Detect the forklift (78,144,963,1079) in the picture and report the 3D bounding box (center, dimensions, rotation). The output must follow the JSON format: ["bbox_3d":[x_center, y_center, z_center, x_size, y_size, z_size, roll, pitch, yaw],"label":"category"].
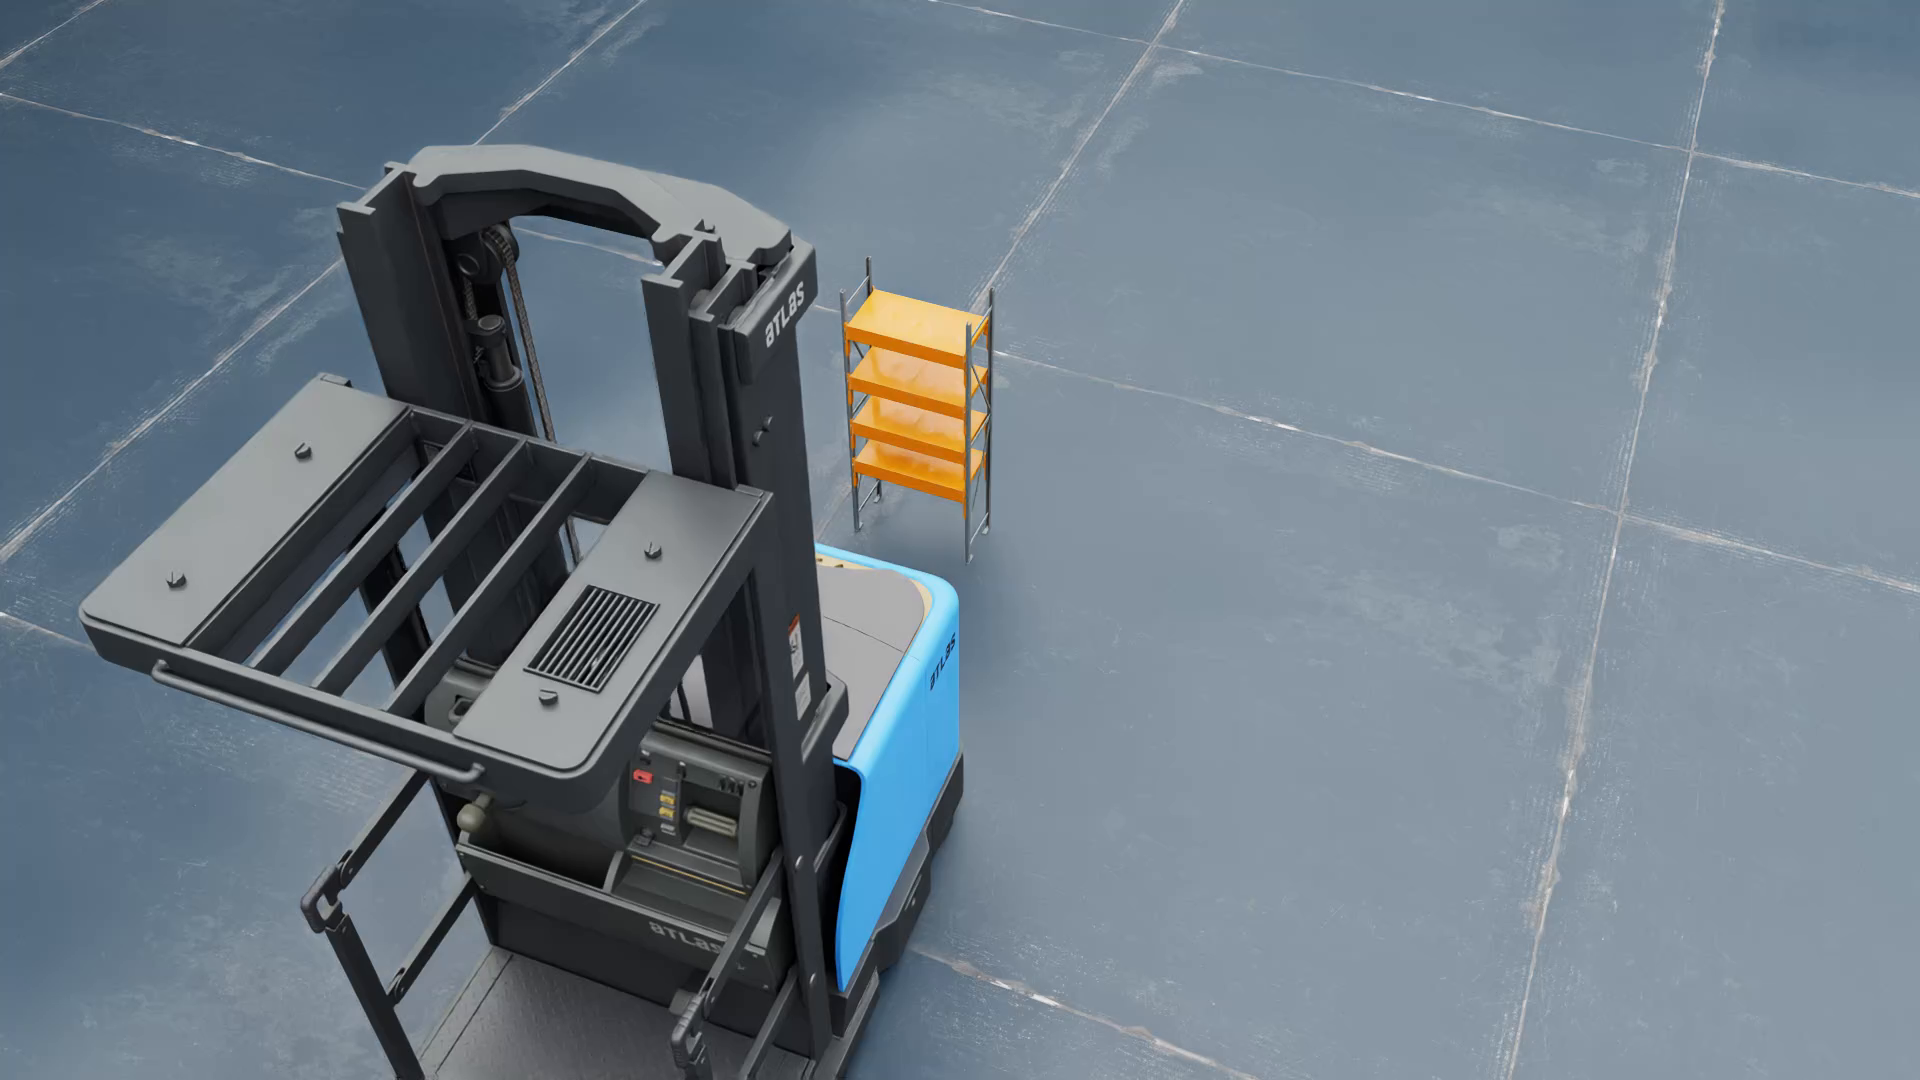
[{"bbox_3d":[-0.986,0.700,3.968,1.130,2.935,3.031,15,47,15],"label":"forklift"}]

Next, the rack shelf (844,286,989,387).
[{"bbox_3d":[-0.153,-0.749,6.095,0.480,0.148,0.258,16,47,16],"label":"rack shelf"}]

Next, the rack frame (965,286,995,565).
[{"bbox_3d":[0.072,-0.404,6.305,0.015,1.200,0.240,16,47,16],"label":"rack frame"}]

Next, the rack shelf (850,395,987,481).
[{"bbox_3d":[-0.153,-0.423,6.419,0.480,0.148,0.258,16,47,16],"label":"rack shelf"}]

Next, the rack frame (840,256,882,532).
[{"bbox_3d":[-0.378,-0.537,6.439,0.015,1.200,0.240,16,47,16],"label":"rack frame"}]

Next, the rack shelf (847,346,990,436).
[{"bbox_3d":[-0.153,-0.581,6.262,0.480,0.148,0.258,16,47,16],"label":"rack shelf"}]

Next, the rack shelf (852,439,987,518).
[{"bbox_3d":[-0.153,-0.282,6.559,0.480,0.148,0.258,16,47,16],"label":"rack shelf"}]

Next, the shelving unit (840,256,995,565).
[{"bbox_3d":[-0.153,-0.470,6.372,0.503,1.200,0.258,16,47,16],"label":"shelving unit"}]
